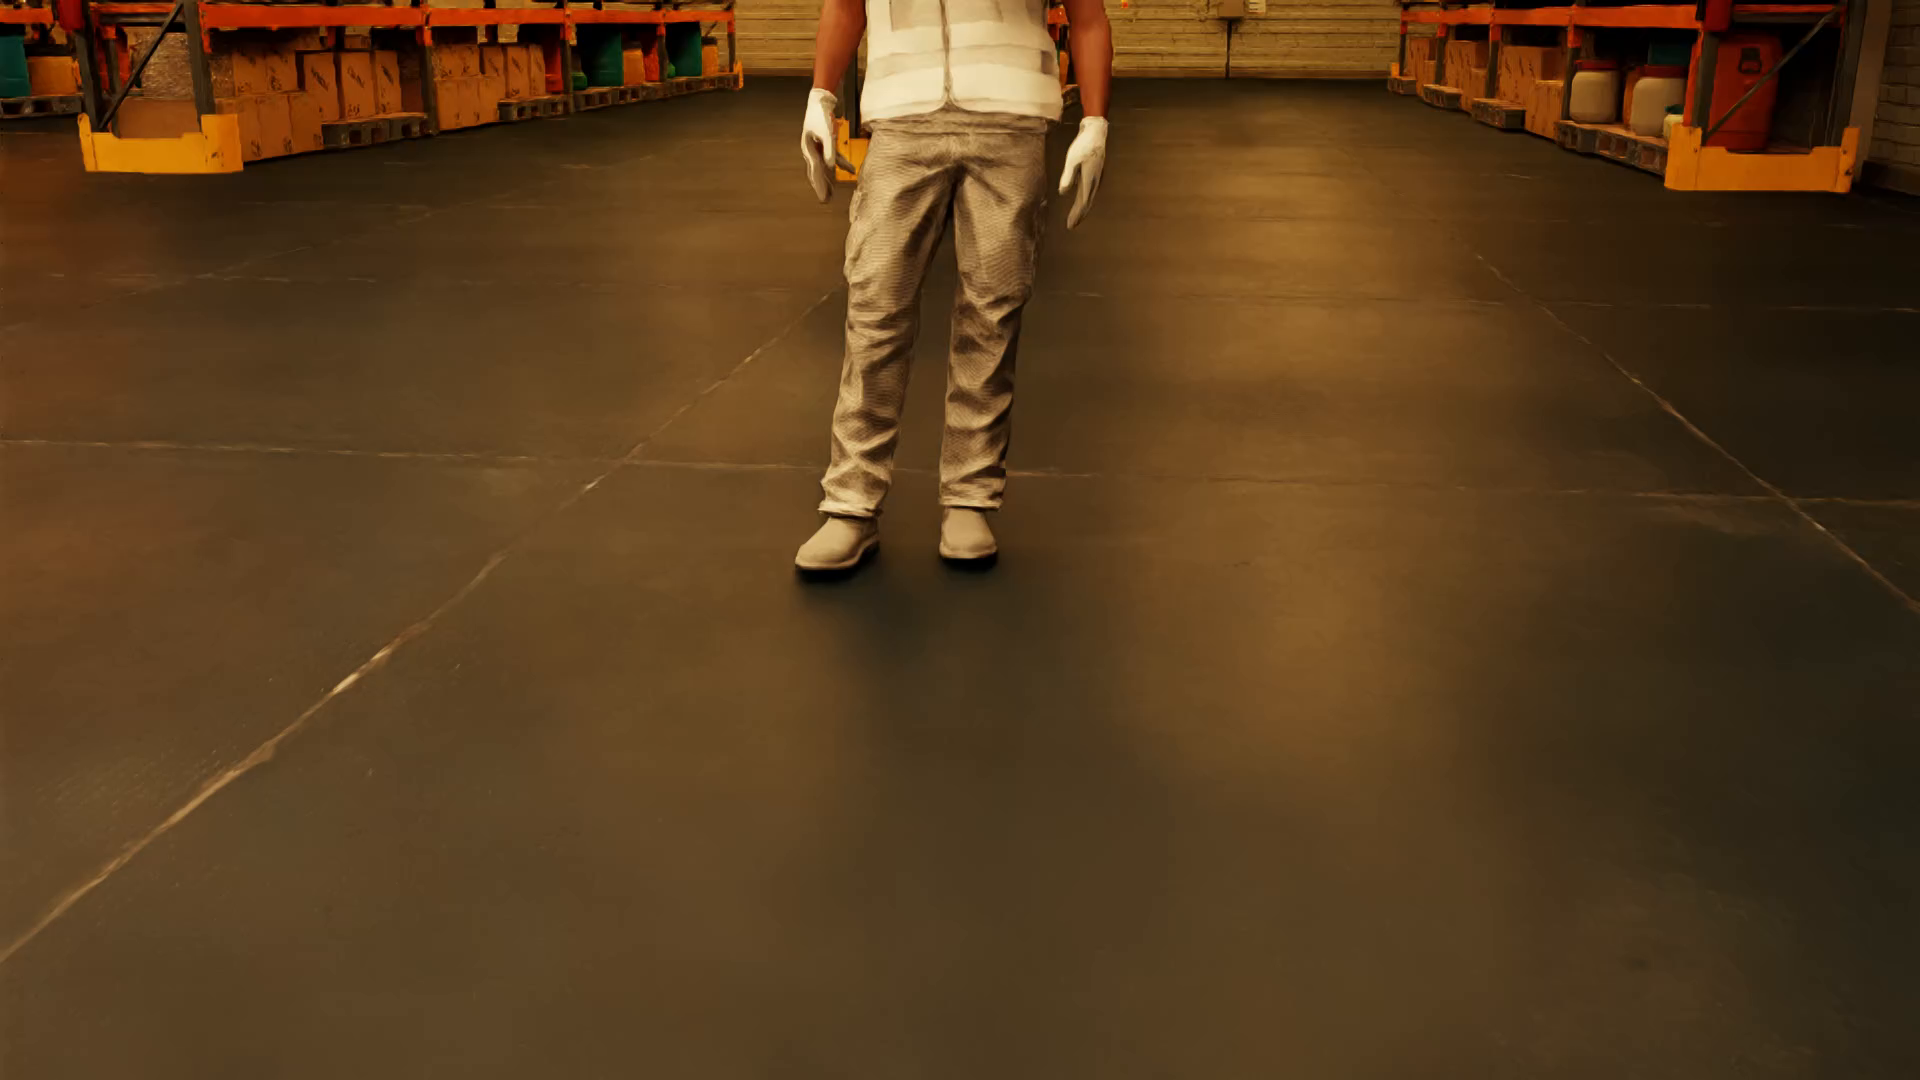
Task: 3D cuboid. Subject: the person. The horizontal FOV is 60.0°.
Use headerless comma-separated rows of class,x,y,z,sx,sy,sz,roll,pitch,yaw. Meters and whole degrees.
person,-0.017,-0.836,3.489,0.655,1.782,0.576,2,18,7
